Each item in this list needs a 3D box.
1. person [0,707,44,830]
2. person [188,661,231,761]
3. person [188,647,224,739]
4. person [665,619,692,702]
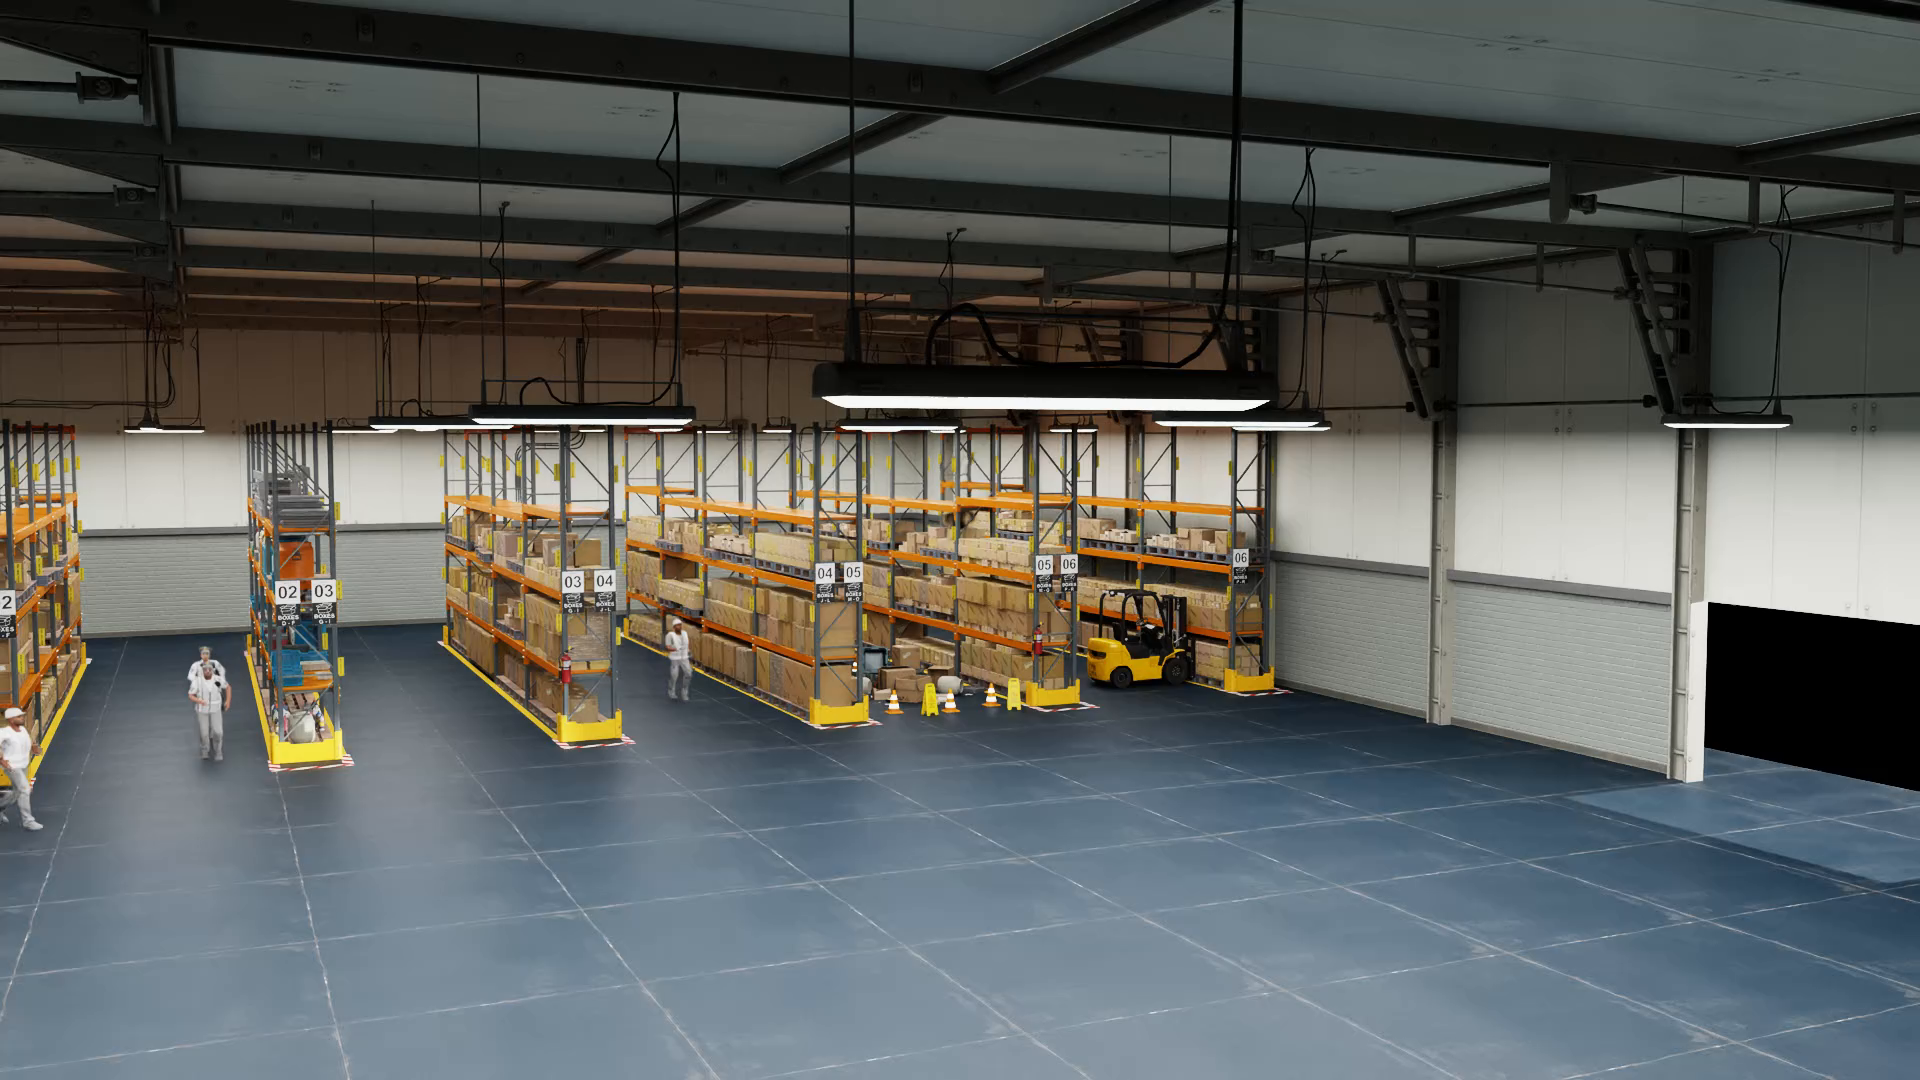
[{"bbox_3d":[-13.779,3.319,24.225,0.853,1.774,0.698,0,4,0],"label":"person"},{"bbox_3d":[-13.188,3.027,29.259,0.693,1.818,0.714,-2,4,-27],"label":"person"},{"bbox_3d":[-14.368,2.892,31.709,0.626,1.758,0.768,-2,4,-23],"label":"person"},{"bbox_3d":[-6.036,2.596,35.823,0.656,1.810,0.727,-3,4,-35],"label":"person"}]
